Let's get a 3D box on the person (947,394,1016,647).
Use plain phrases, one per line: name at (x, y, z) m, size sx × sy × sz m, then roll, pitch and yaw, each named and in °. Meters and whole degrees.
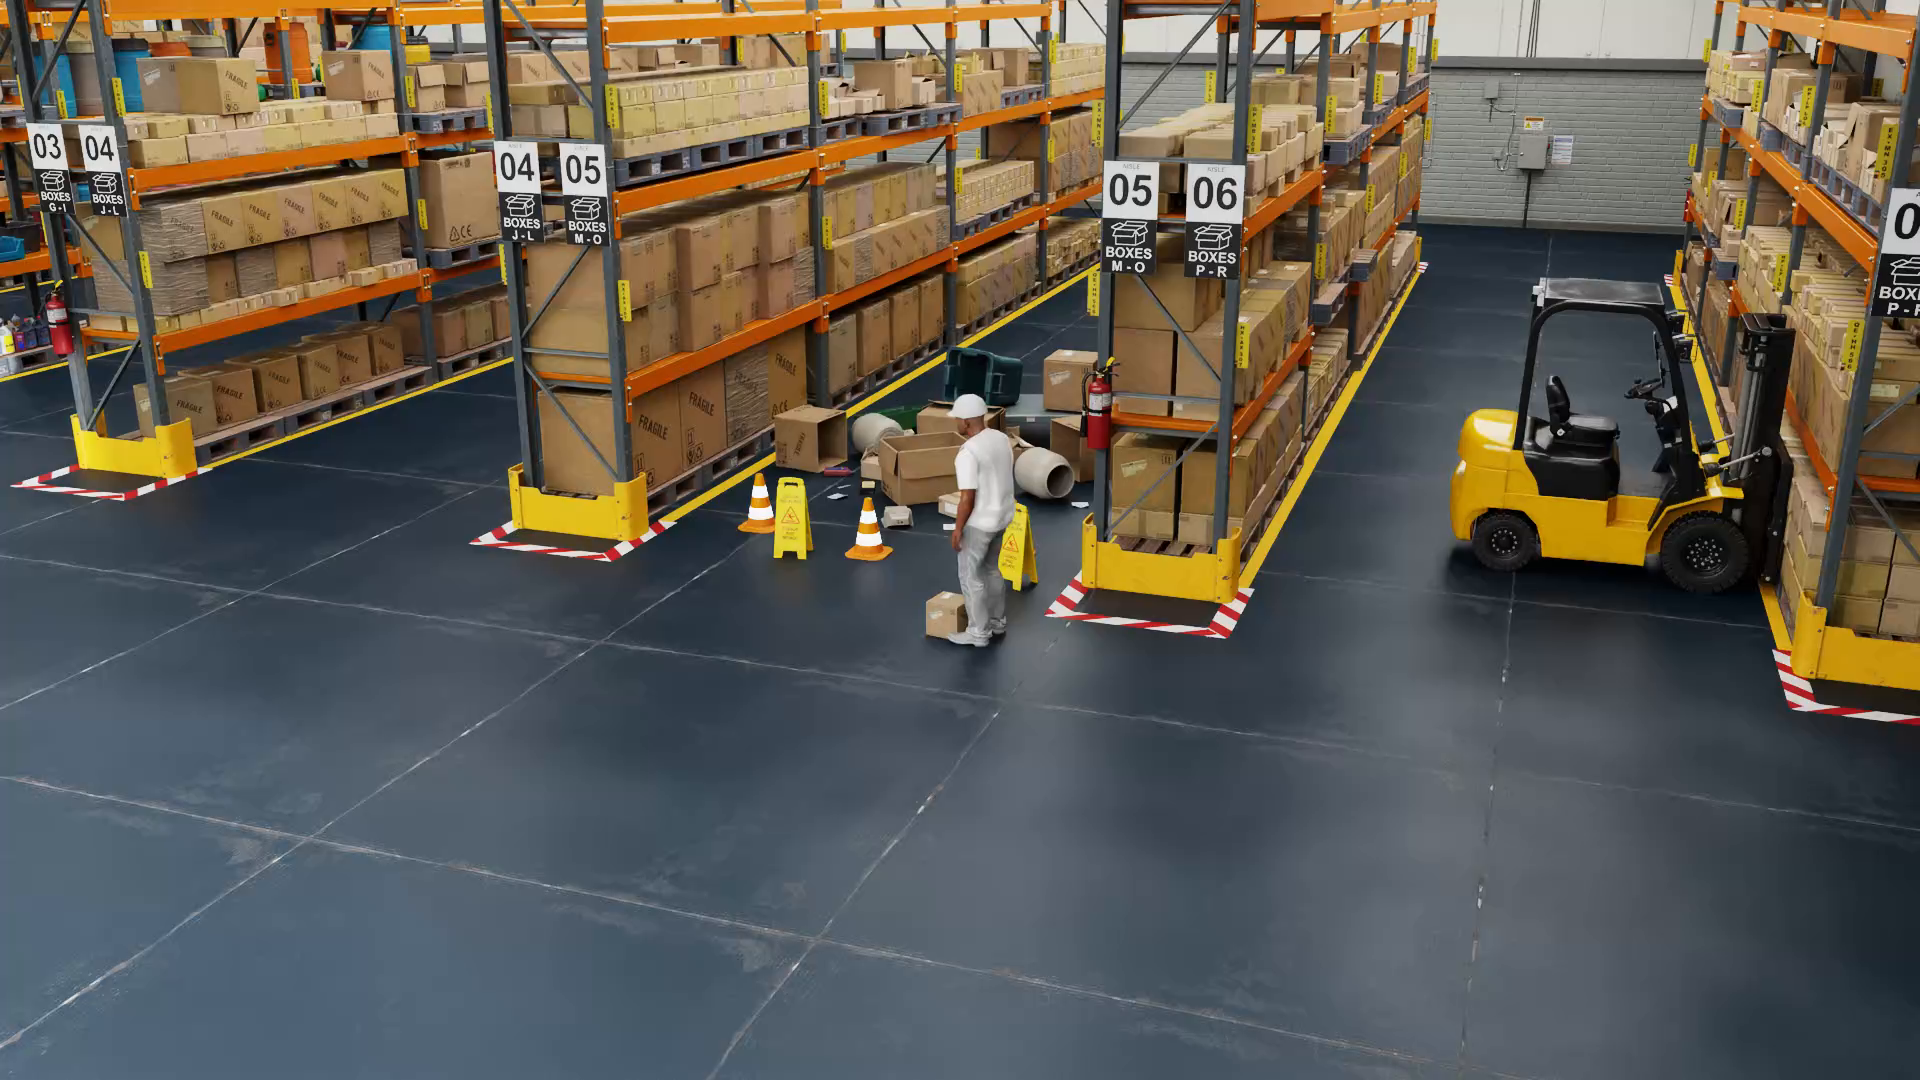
person at (0.135, -0.144, 11.463) m, size 0.461 × 1.760 × 0.626 m, roll 11°, pitch 21°, yaw 29°
